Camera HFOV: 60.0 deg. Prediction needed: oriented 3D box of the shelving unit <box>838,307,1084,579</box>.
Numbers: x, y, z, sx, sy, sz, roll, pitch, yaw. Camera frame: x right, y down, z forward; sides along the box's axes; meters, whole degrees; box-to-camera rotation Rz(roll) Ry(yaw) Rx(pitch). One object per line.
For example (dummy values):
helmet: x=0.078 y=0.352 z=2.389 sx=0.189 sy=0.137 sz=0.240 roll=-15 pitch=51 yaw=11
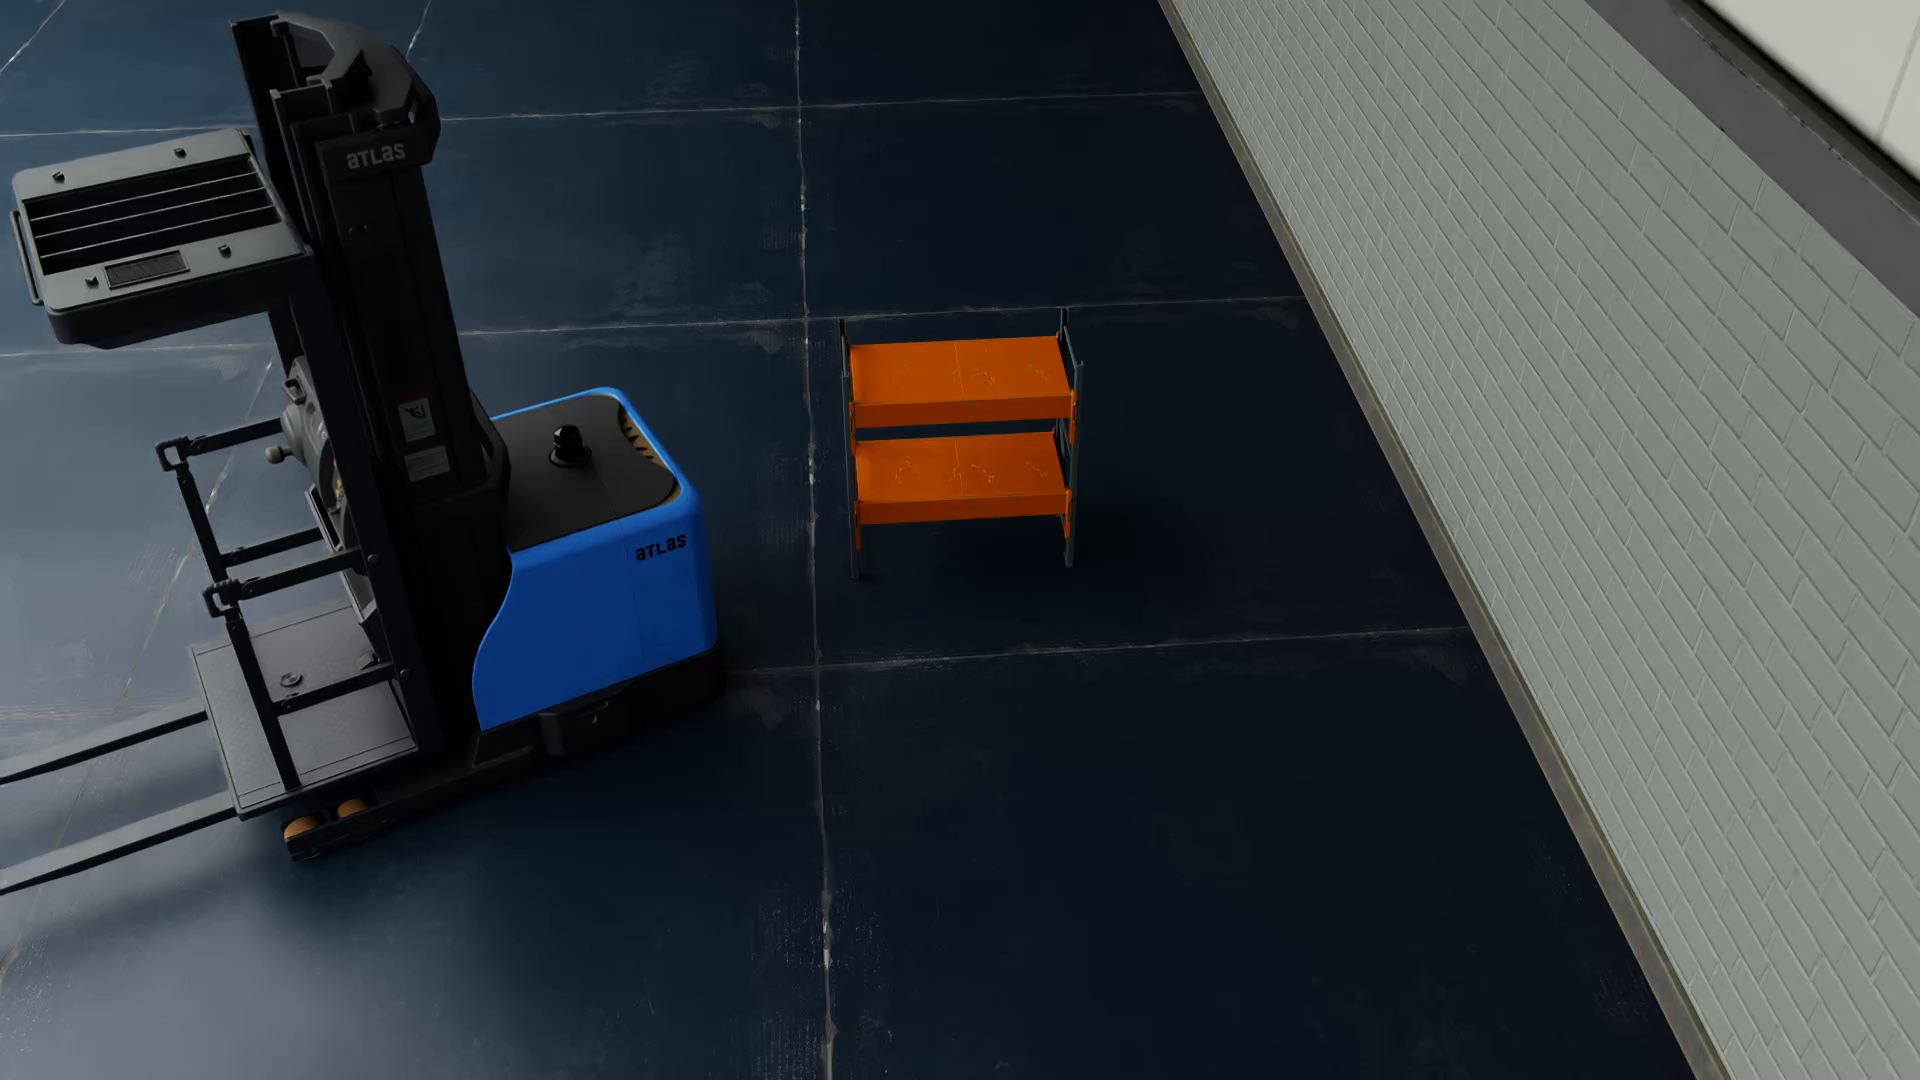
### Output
shelving unit: x=-0.007 y=-0.441 z=7.723 sx=1.048 sy=1.125 sz=0.538 roll=-3 pitch=38 yaw=-4

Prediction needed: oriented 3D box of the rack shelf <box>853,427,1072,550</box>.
rack shelf: x=-0.007 y=-0.249 z=7.875 sx=1.000 sy=0.278 sz=0.538 roll=-3 pitch=38 yaw=-4

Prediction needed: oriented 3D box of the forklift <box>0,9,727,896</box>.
forklift: x=-2.545 y=-0.282 z=6.064 sx=3.031 sy=2.935 sz=1.130 roll=-19 pitch=42 yaw=-23

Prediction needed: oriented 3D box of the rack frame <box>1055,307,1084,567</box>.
rack frame: x=0.500 y=-0.469 z=7.758 sx=0.032 sy=1.125 sz=0.500 roll=-3 pitch=38 yaw=-4

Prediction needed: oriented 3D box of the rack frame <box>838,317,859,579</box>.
rack frame: x=-0.513 y=-0.413 z=7.688 sx=0.032 sy=1.125 sz=0.500 roll=-3 pitch=38 yaw=-4

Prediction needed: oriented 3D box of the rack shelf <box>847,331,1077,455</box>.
rack shelf: x=-0.007 y=-0.671 z=7.542 sx=1.000 sy=0.278 sz=0.538 roll=-3 pitch=38 yaw=-4
